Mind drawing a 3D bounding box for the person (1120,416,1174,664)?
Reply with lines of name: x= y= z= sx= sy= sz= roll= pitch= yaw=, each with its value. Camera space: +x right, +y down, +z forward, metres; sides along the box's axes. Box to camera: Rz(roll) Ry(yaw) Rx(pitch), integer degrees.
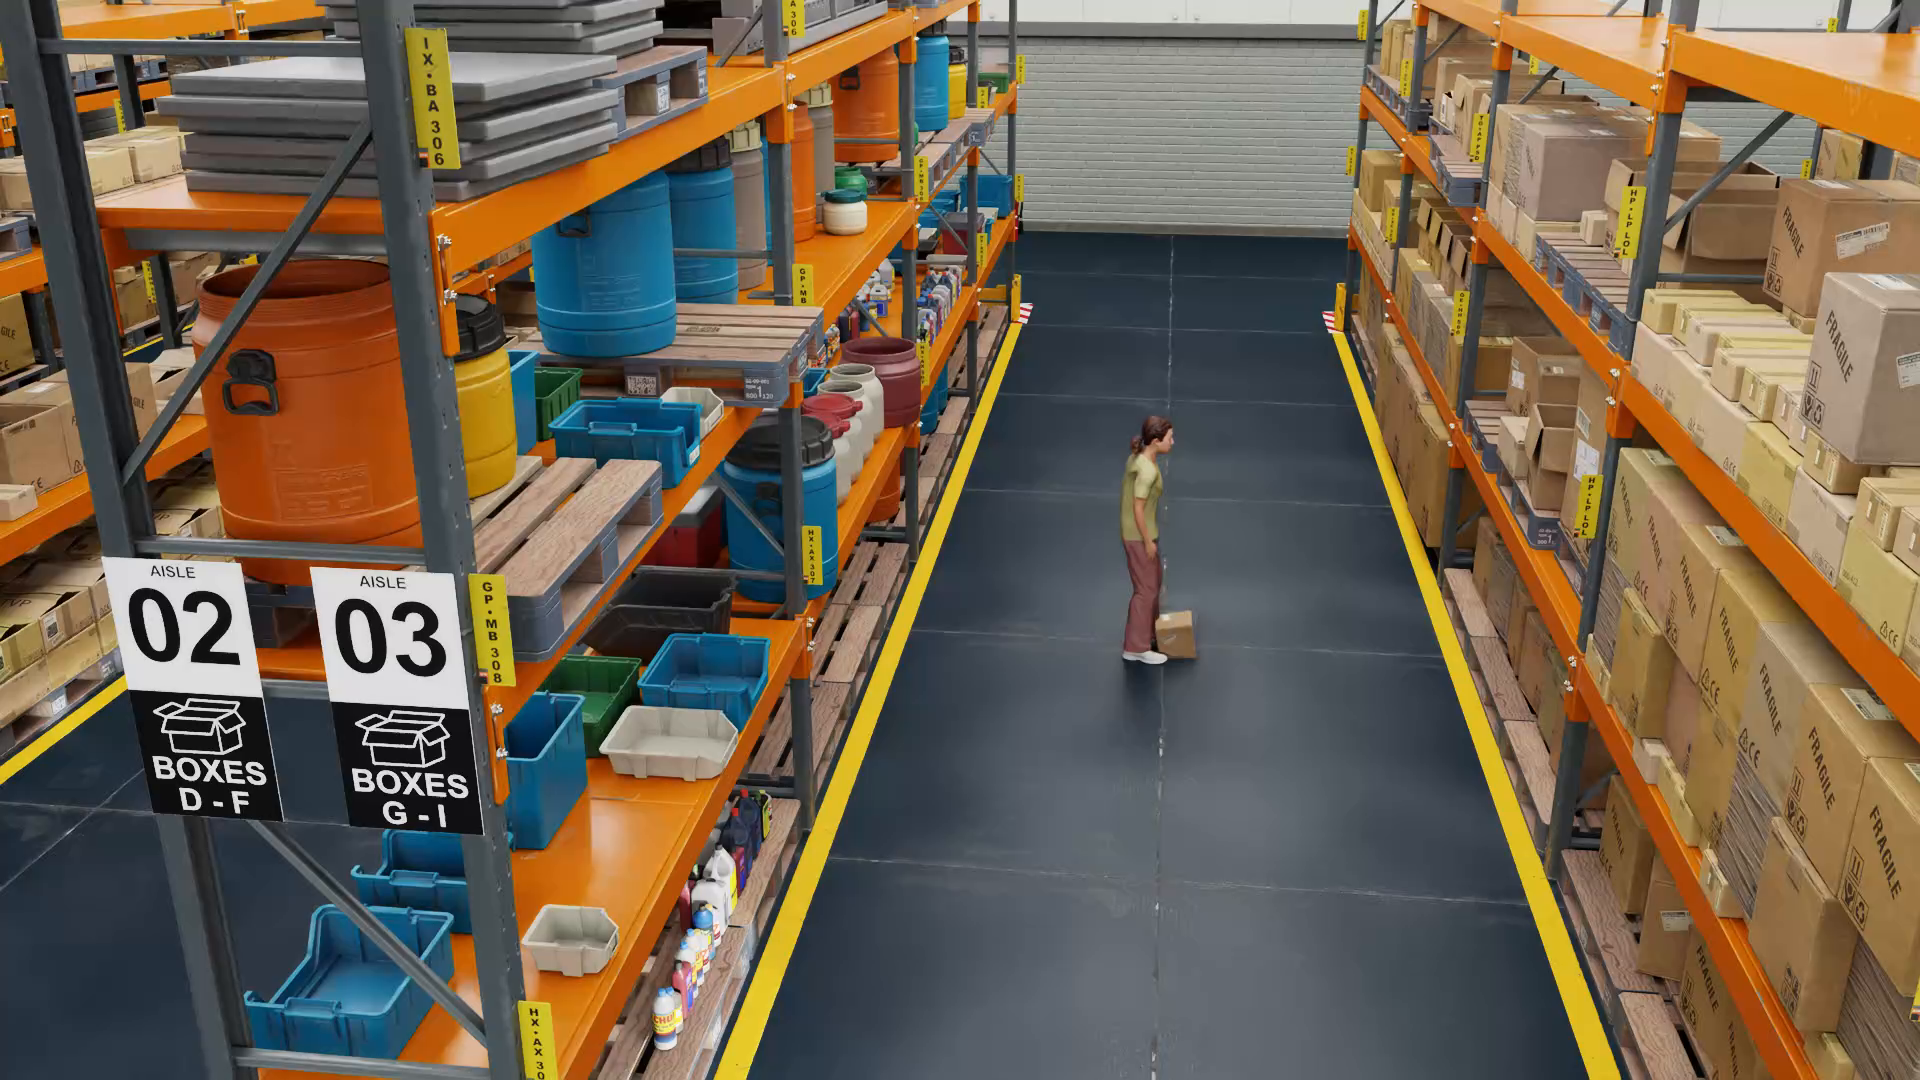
person: x=1.272 y=-0.023 z=11.145 sx=0.414 sy=1.673 sz=0.493 roll=2 pitch=21 yaw=5
